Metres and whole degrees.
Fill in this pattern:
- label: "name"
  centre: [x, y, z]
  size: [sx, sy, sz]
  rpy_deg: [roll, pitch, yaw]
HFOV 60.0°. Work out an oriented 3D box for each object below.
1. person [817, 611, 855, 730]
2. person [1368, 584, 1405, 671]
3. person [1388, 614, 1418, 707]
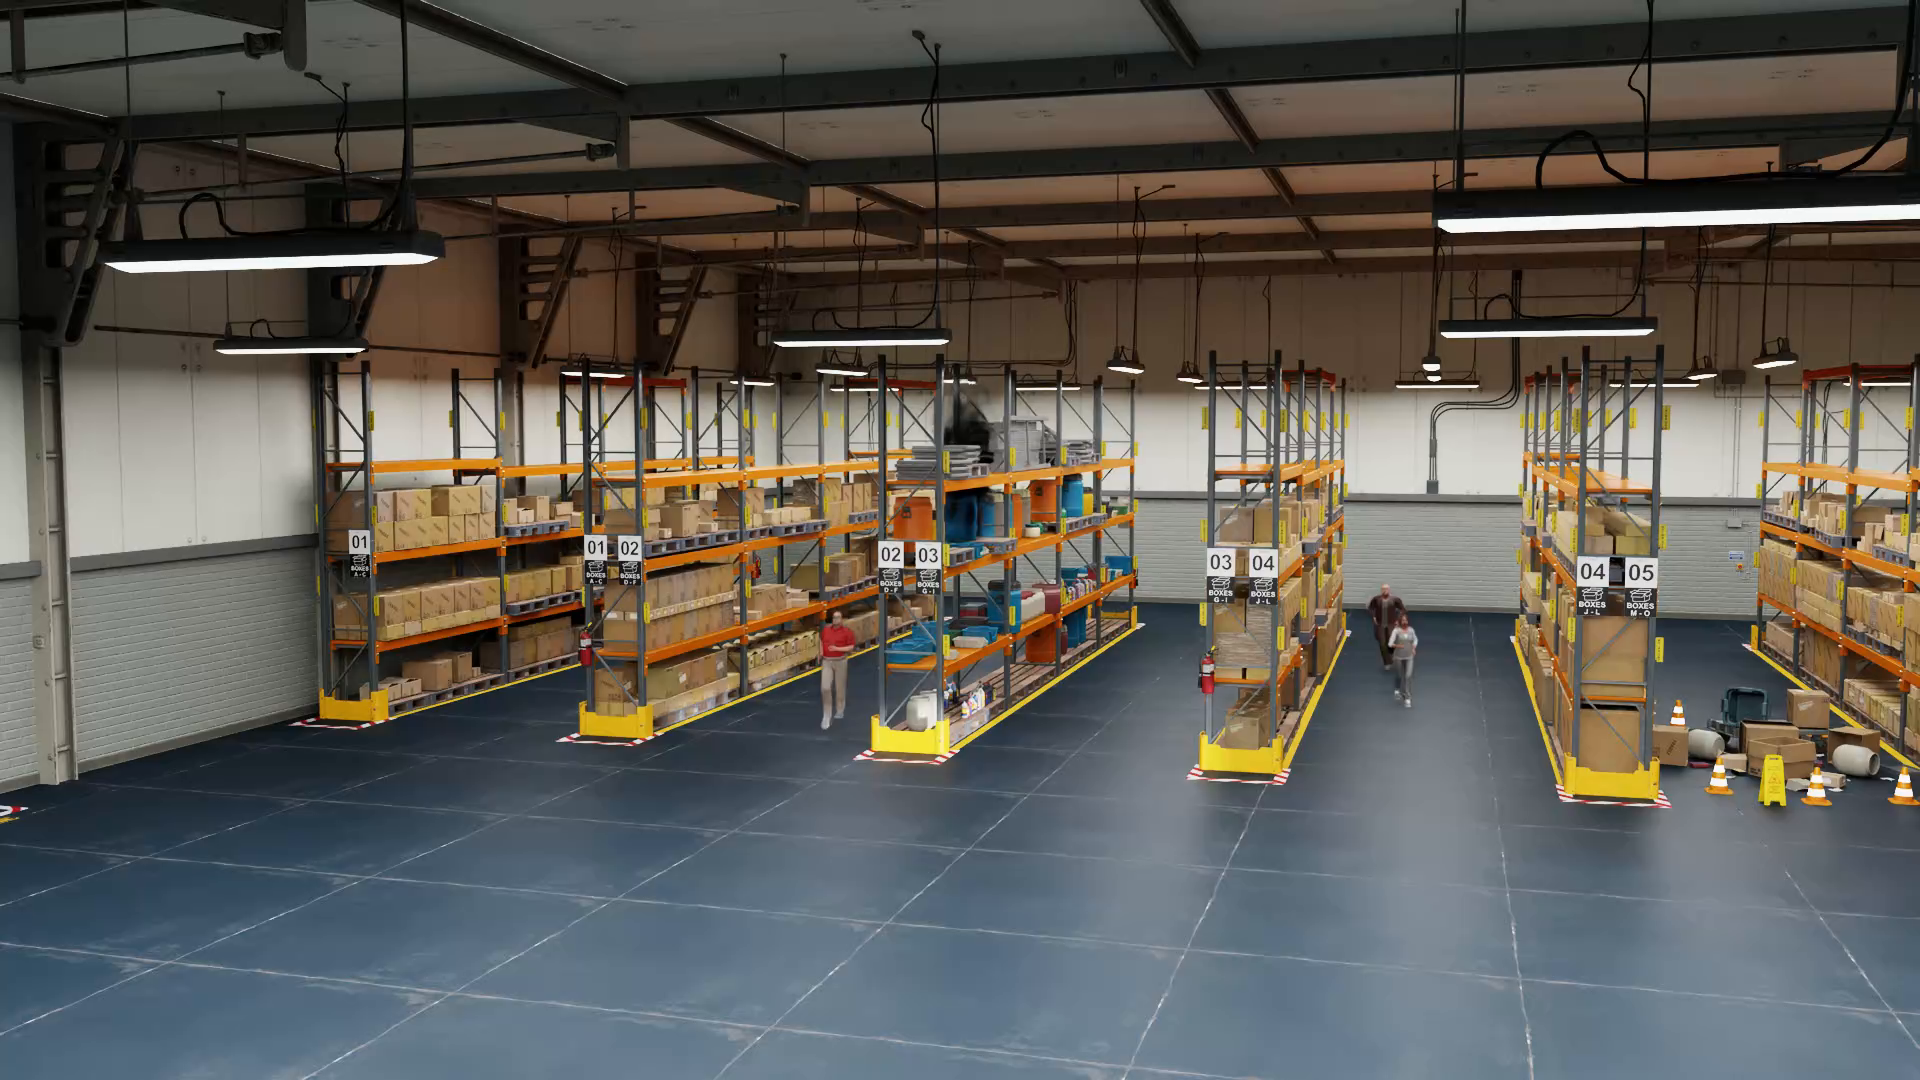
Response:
- label: "person"
  centre: [-1.961, 2.030, 26.072]
  size: [0.629, 1.830, 0.649]
  rpy_deg: [1, 4, 10]
- label: "person"
  centre: [8.598, 1.745, 33.580]
  size: [0.729, 1.736, 0.627]
  rpy_deg: [2, 4, 22]
- label: "person"
  centre: [7.783, 2.089, 29.173]
  size: [0.545, 1.580, 0.873]
  rpy_deg: [0, 4, 4]
